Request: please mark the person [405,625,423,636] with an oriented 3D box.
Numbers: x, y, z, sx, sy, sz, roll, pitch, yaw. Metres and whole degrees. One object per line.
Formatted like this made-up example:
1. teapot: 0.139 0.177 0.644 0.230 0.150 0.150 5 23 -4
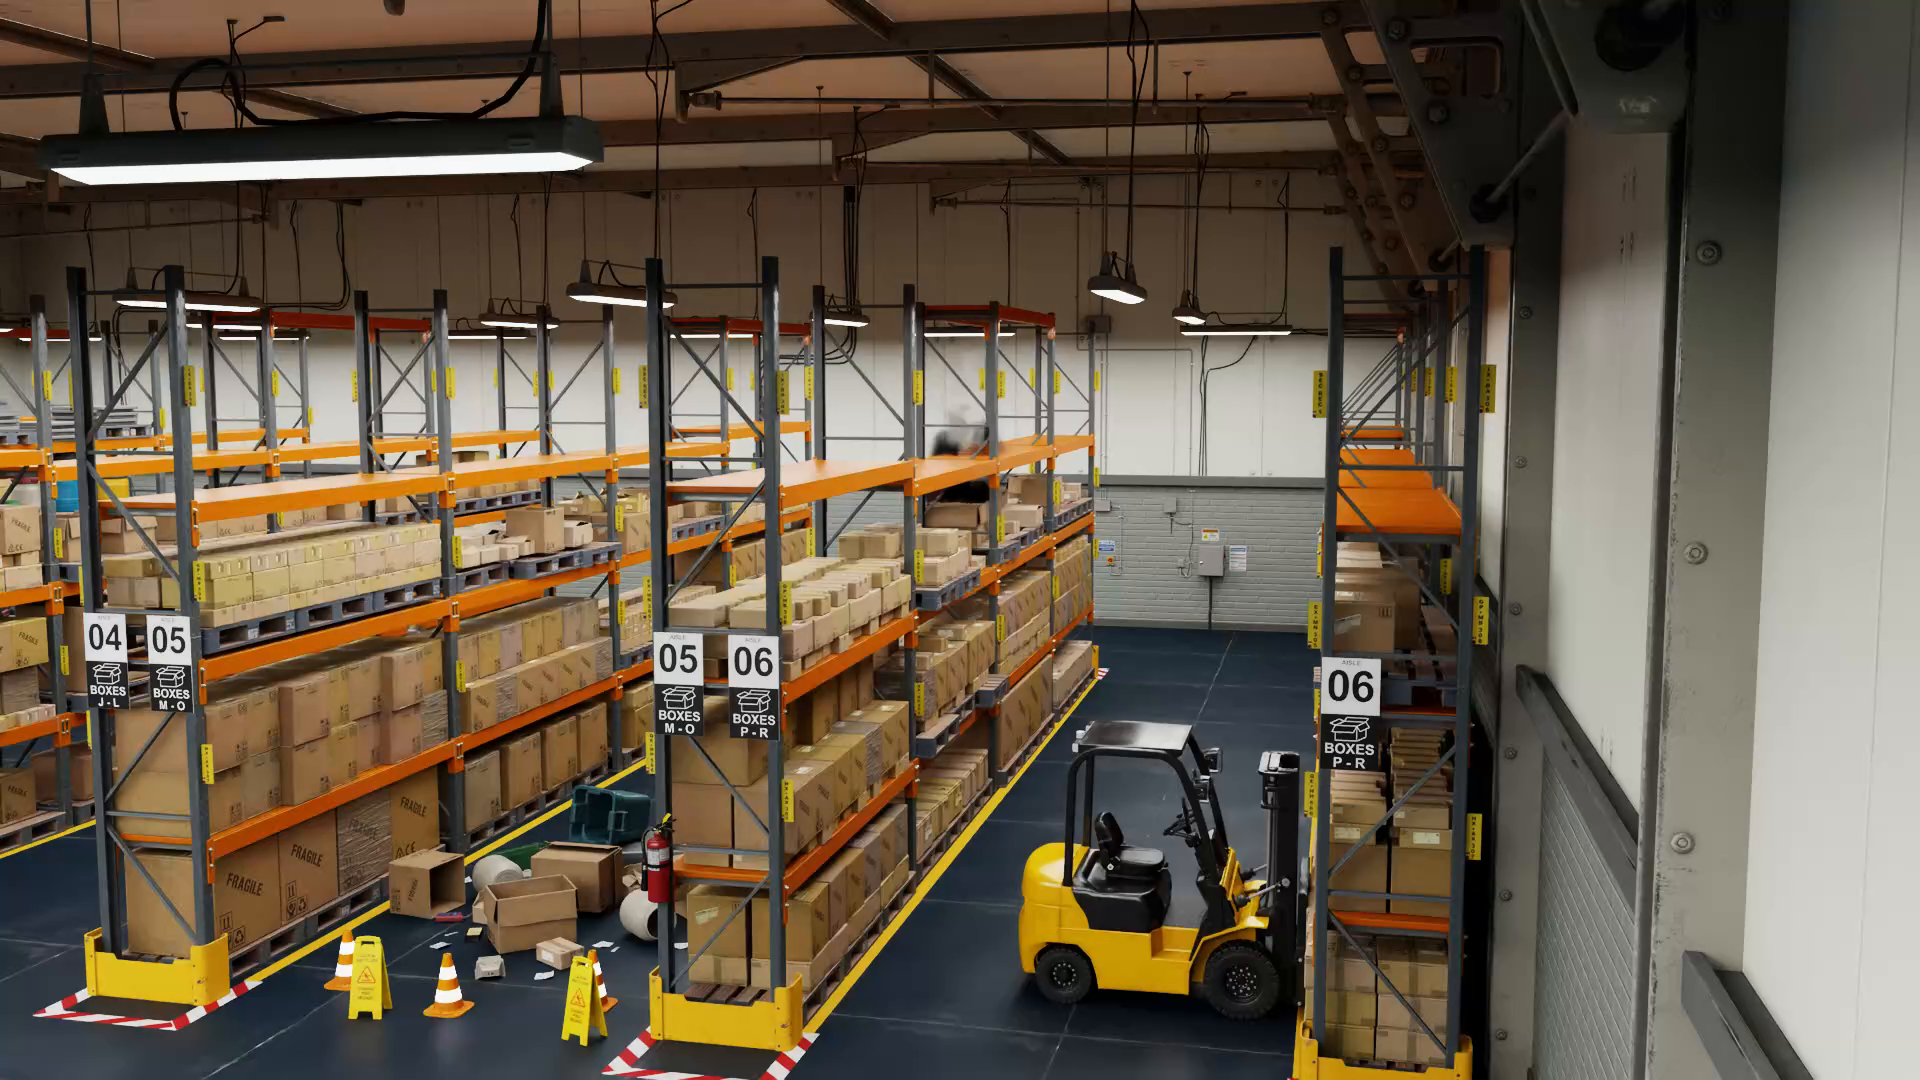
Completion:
1. person: -7.632 1.988 23.297 0.639 1.662 0.550 1 6 6
